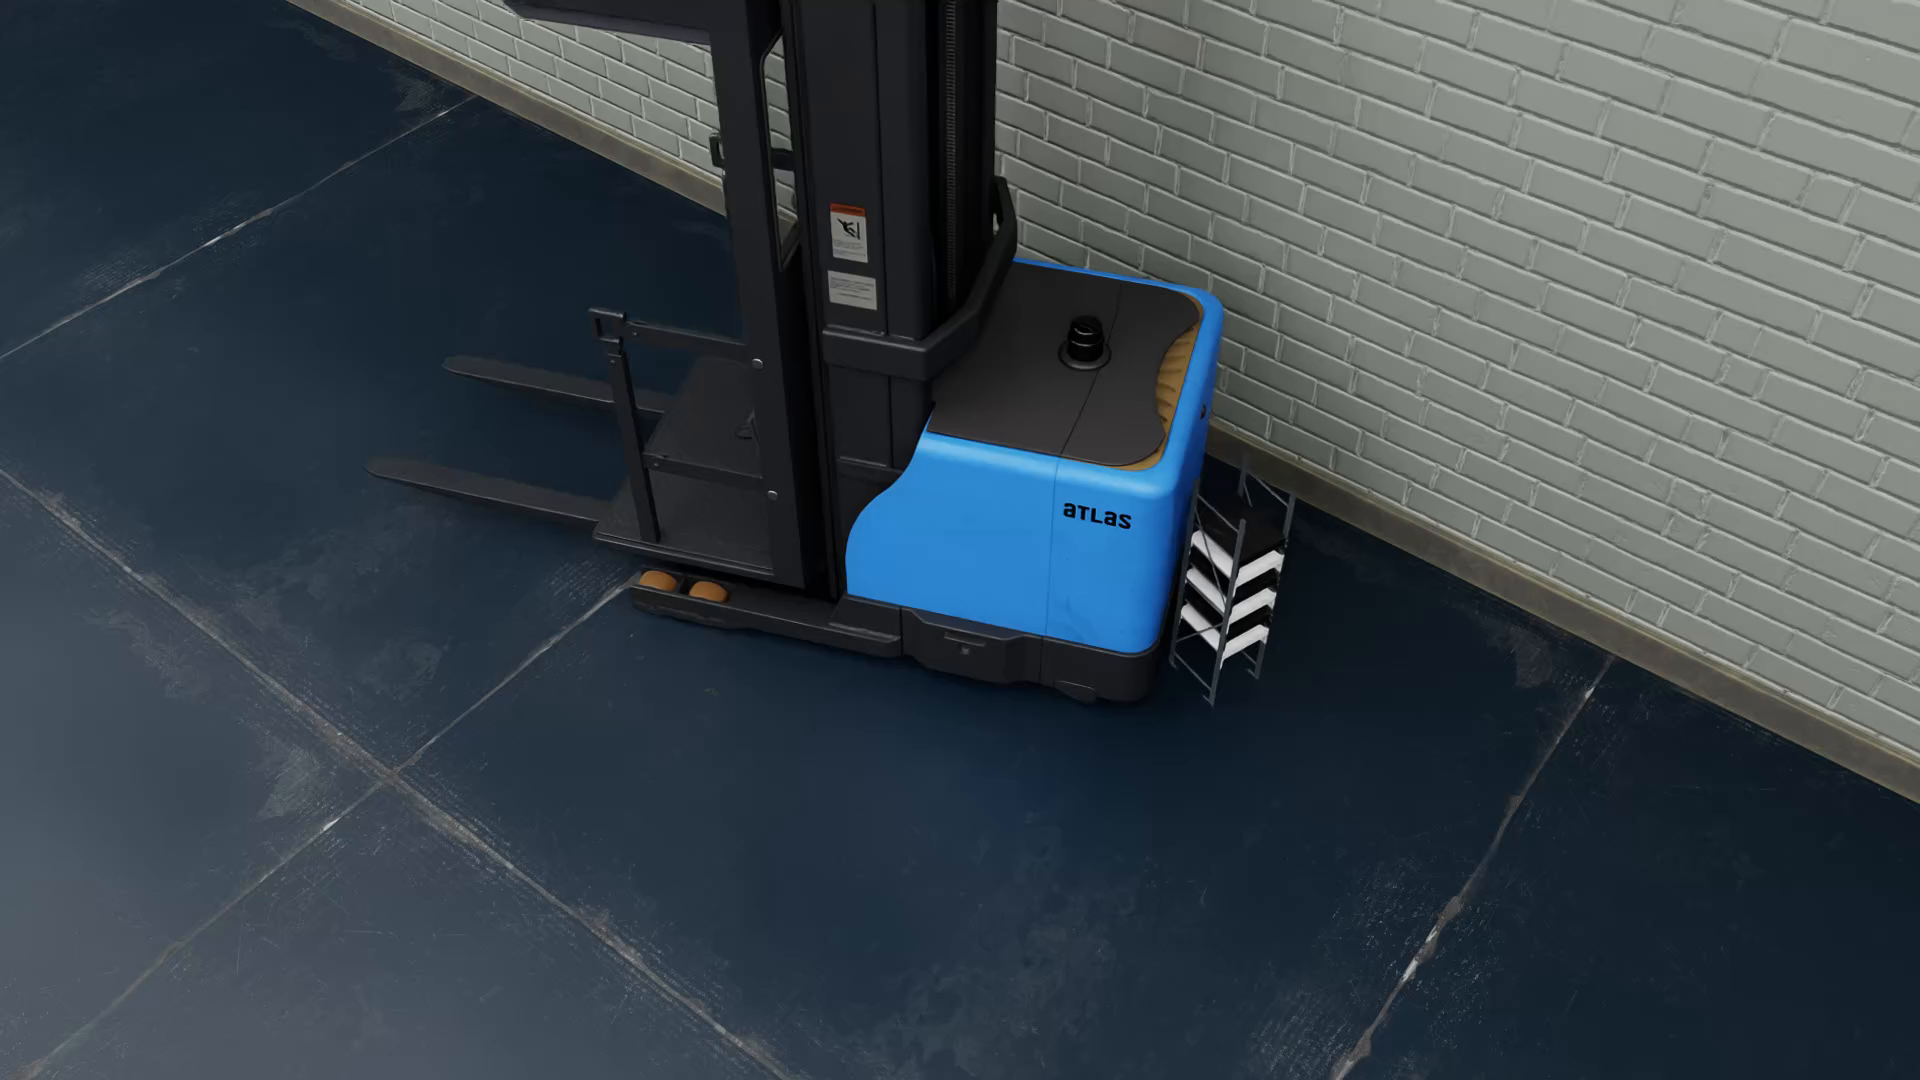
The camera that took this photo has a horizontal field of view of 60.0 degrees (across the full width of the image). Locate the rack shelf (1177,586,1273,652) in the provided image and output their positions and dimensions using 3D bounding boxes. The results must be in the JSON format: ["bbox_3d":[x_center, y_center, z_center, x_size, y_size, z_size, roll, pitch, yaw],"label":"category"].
[{"bbox_3d":[0.886,0.229,5.579,0.200,0.077,0.258,-26,52,-23],"label":"rack shelf"}]

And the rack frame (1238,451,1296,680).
[{"bbox_3d":[0.971,0.103,5.529,0.006,0.900,0.240,-26,52,-23],"label":"rack frame"}]

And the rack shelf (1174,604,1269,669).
[{"bbox_3d":[0.886,0.291,5.644,0.200,0.077,0.258,-26,52,-23],"label":"rack shelf"}]

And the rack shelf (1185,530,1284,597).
[{"bbox_3d":[0.886,0.043,5.384,0.200,0.077,0.258,-26,52,-23],"label":"rack shelf"}]

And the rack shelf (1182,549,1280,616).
[{"bbox_3d":[0.886,0.105,5.449,0.200,0.077,0.258,-26,52,-23],"label":"rack shelf"}]

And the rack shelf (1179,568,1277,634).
[{"bbox_3d":[0.886,0.167,5.514,0.200,0.077,0.258,-26,52,-23],"label":"rack shelf"}]

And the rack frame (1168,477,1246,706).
[{"bbox_3d":[0.802,0.185,5.451,0.006,0.900,0.240,-26,52,-23],"label":"rack frame"}]

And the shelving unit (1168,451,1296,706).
[{"bbox_3d":[0.886,0.144,5.490,0.210,0.900,0.258,-26,52,-23],"label":"shelving unit"}]

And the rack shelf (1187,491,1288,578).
[{"bbox_3d":[0.886,-0.019,5.319,0.200,0.077,0.258,-26,52,-23],"label":"rack shelf"}]

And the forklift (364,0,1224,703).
[{"bbox_3d":[-0.678,-1.059,5.235,3.031,2.935,1.130,12,47,11],"label":"forklift"}]
